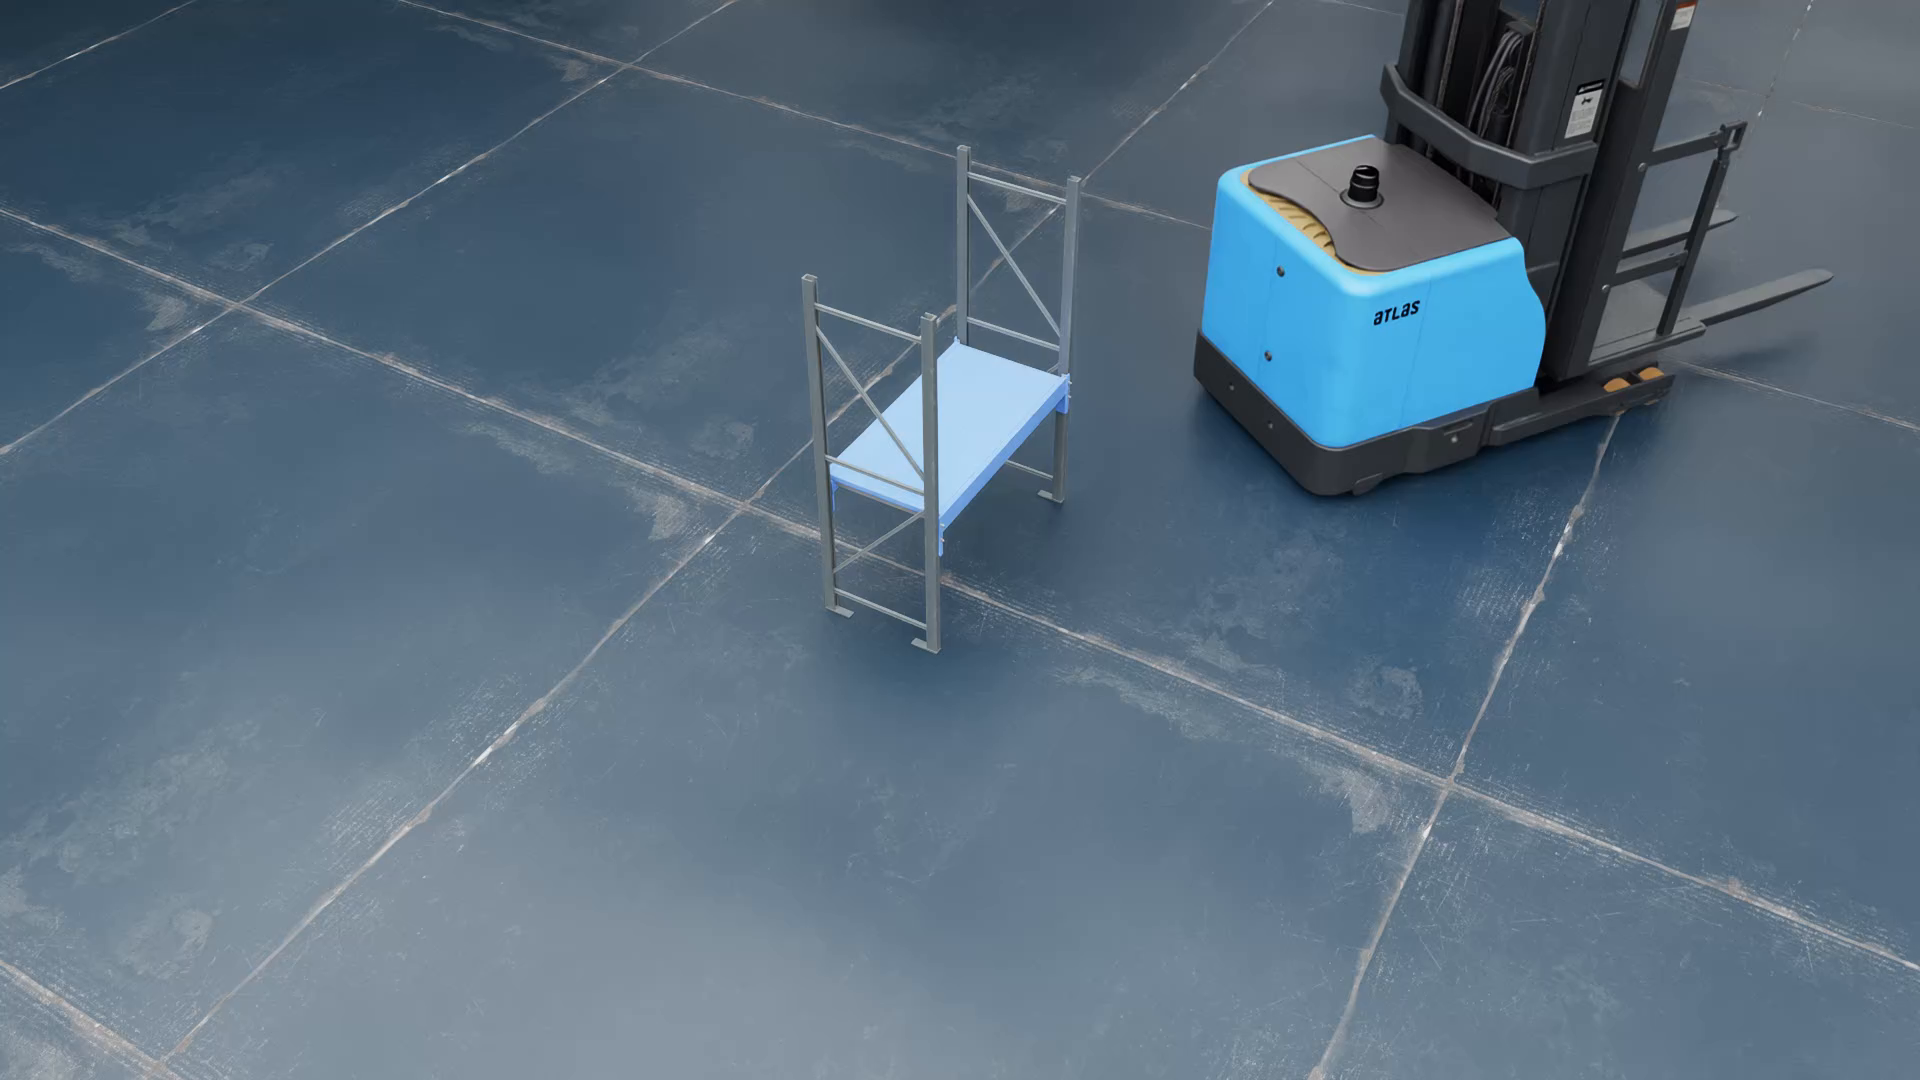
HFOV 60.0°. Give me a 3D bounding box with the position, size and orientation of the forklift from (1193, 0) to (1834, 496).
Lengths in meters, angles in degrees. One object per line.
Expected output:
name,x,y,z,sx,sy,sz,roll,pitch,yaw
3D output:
forklift,2.608,-1.947,6.743,3.031,2.935,1.130,-17,44,-19

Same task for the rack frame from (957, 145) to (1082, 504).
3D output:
rack frame,0.212,-0.805,6.529,0.500,1.500,0.032,21,45,22

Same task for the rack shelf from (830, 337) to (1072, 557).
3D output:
rack shelf,-0.043,-0.379,6.318,0.538,0.185,1.000,21,45,22

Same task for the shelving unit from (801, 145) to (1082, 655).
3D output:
shelving unit,-0.043,-0.514,6.199,0.538,1.500,1.048,21,45,22

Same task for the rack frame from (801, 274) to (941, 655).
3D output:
rack frame,-0.297,-0.223,5.869,0.500,1.500,0.032,21,45,22
